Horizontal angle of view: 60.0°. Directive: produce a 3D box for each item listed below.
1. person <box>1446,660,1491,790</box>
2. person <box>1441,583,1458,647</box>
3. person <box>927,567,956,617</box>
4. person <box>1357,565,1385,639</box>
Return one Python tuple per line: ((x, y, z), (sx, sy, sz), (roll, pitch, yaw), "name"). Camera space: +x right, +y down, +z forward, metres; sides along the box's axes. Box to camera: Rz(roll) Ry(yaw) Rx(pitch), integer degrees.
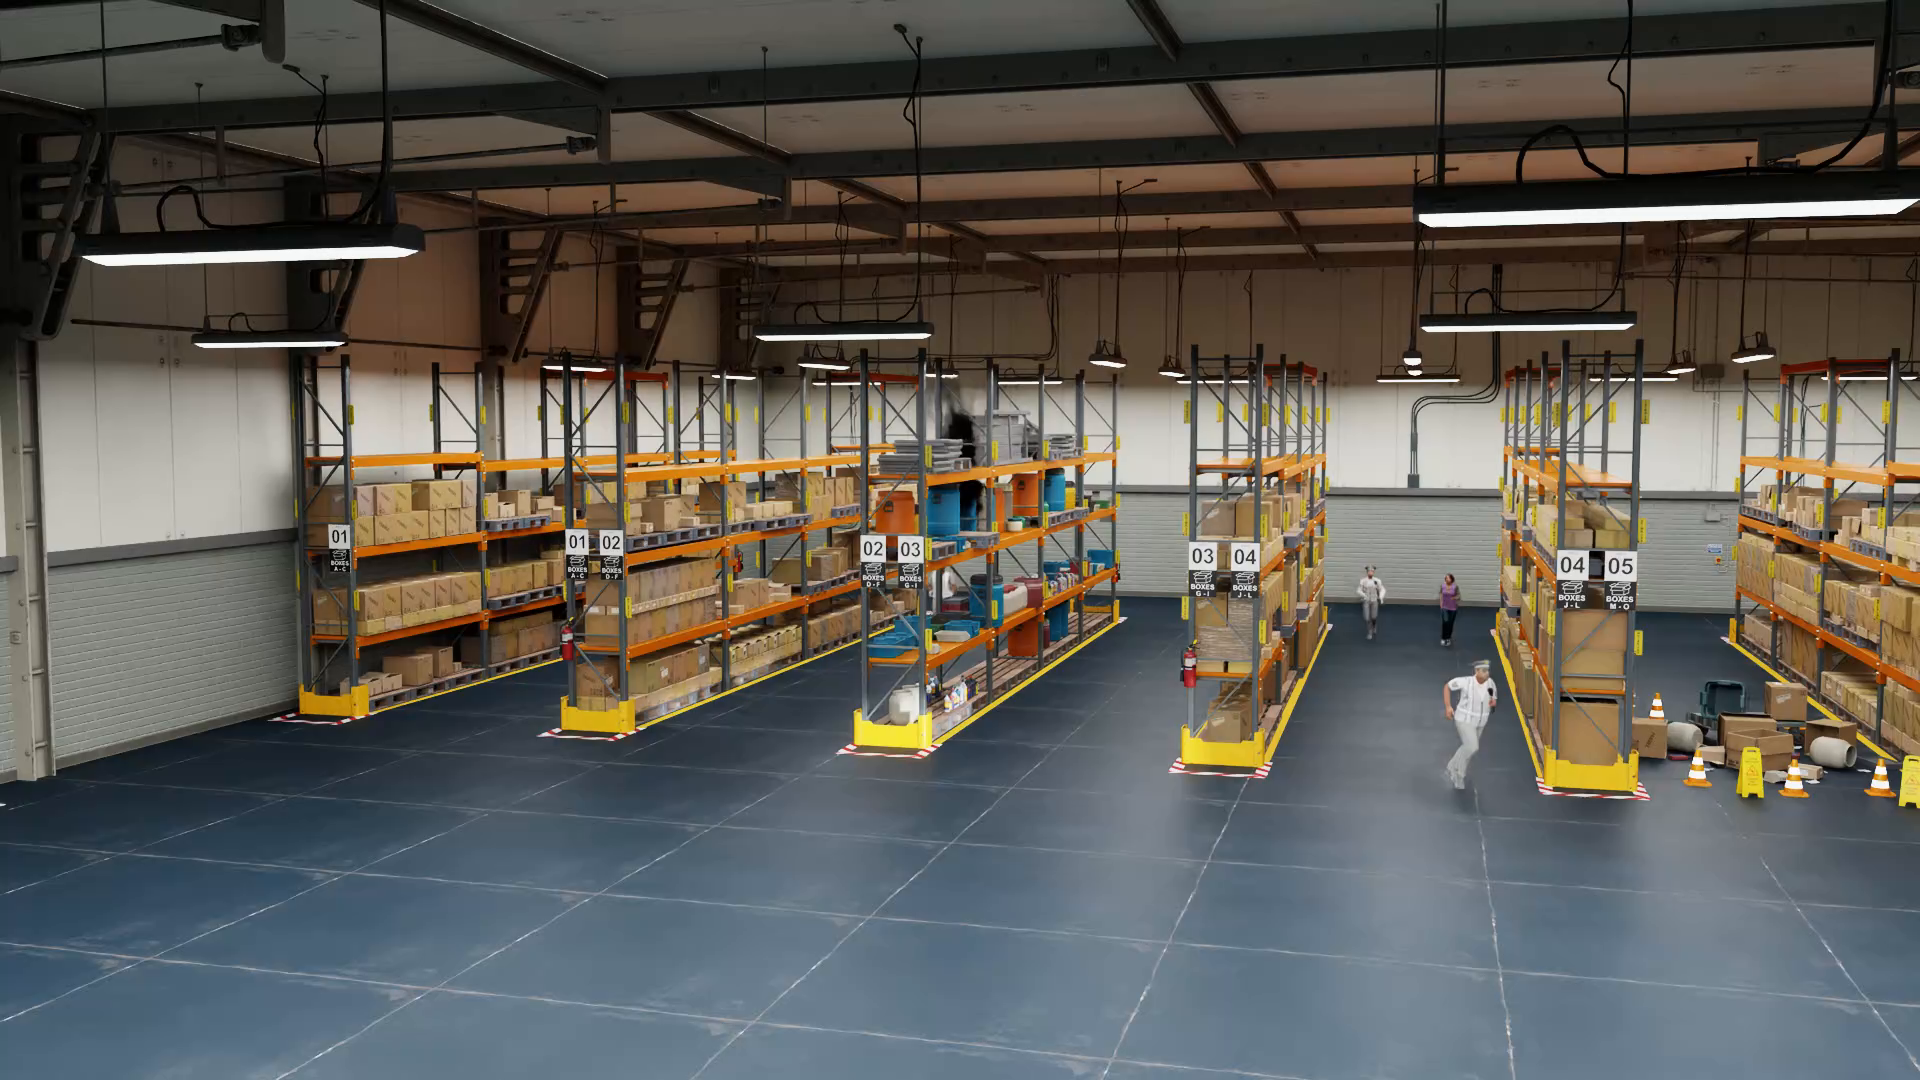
((6.808, 2.486, 22.451), (0.444, 1.825, 0.691), (-2, 5, -22), "person")
((10.592, 1.628, 36.003), (0.344, 1.394, 0.587), (1, 5, 19), "person")
((-0.445, 1.317, 37.691), (0.659, 1.740, 0.616), (1, 4, 10), "person")
((9.200, 1.386, 37.236), (0.605, 1.659, 0.401), (1, 4, 15), "person")
